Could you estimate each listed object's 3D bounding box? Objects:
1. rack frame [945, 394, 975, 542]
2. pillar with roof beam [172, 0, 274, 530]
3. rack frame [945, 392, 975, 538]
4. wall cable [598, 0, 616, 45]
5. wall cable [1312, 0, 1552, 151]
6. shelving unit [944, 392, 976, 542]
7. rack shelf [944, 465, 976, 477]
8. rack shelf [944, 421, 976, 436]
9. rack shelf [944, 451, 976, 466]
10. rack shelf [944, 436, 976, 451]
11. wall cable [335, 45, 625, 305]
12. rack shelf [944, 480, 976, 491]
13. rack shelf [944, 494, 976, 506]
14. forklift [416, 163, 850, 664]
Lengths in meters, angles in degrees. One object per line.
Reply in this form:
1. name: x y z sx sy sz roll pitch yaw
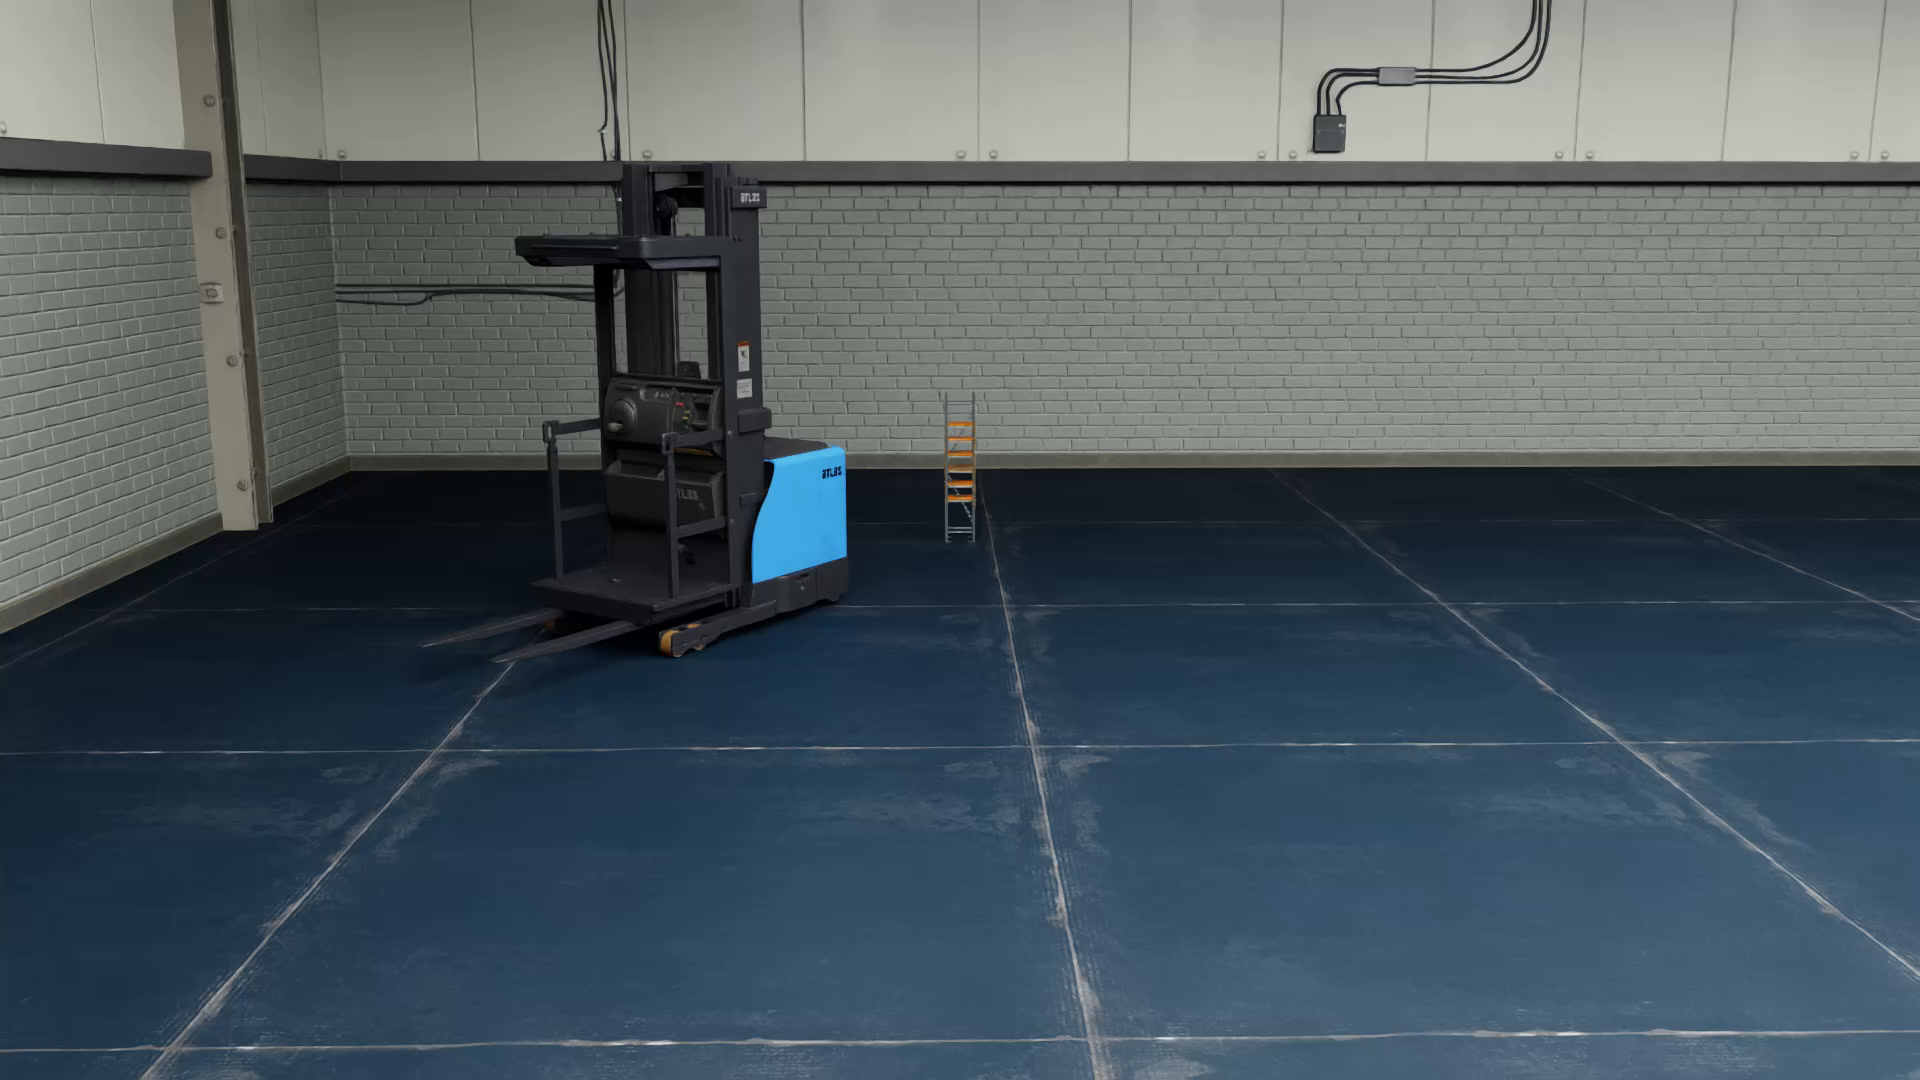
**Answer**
1. rack frame: 0.002 -0.573 13.364 0.240 1.200 0.006 0 11 -1
2. pillar with roof beam: -1.767 -4.549 13.351 9.100 9.000 0.400 0 11 -1
3. rack frame: -0.002 -0.609 13.544 0.240 1.200 0.006 0 11 -1
4. wall cable: -2.105 -6.087 16.038 3.097 2.526 0.112 0 11 -1
5. wall cable: 4.682 -6.825 16.015 2.305 6.003 0.169 0 11 -1
6. shelving unit: 0.000 -0.591 13.454 0.258 1.200 0.189 0 11 -1
7. rack shelf: 0.000 -0.547 13.463 0.258 0.103 0.180 0 11 -1
8. rack shelf: 0.000 -0.900 13.391 0.258 0.103 0.180 0 11 -1
9. rack shelf: 0.000 -0.665 13.439 0.258 0.103 0.180 0 11 -1
10. rack shelf: 0.000 -0.783 13.415 0.258 0.103 0.180 0 11 -1
11. wall cable: -4.810 -3.601 16.486 3.097 2.526 0.112 0 11 -1
12. rack shelf: 0.000 -0.430 13.487 0.258 0.103 0.180 0 11 -1
13. rack shelf: 0.000 -0.312 13.511 0.258 0.103 0.180 0 11 -1
14. forklift: -1.993 -0.833 10.294 1.130 2.935 3.031 7 14 33
